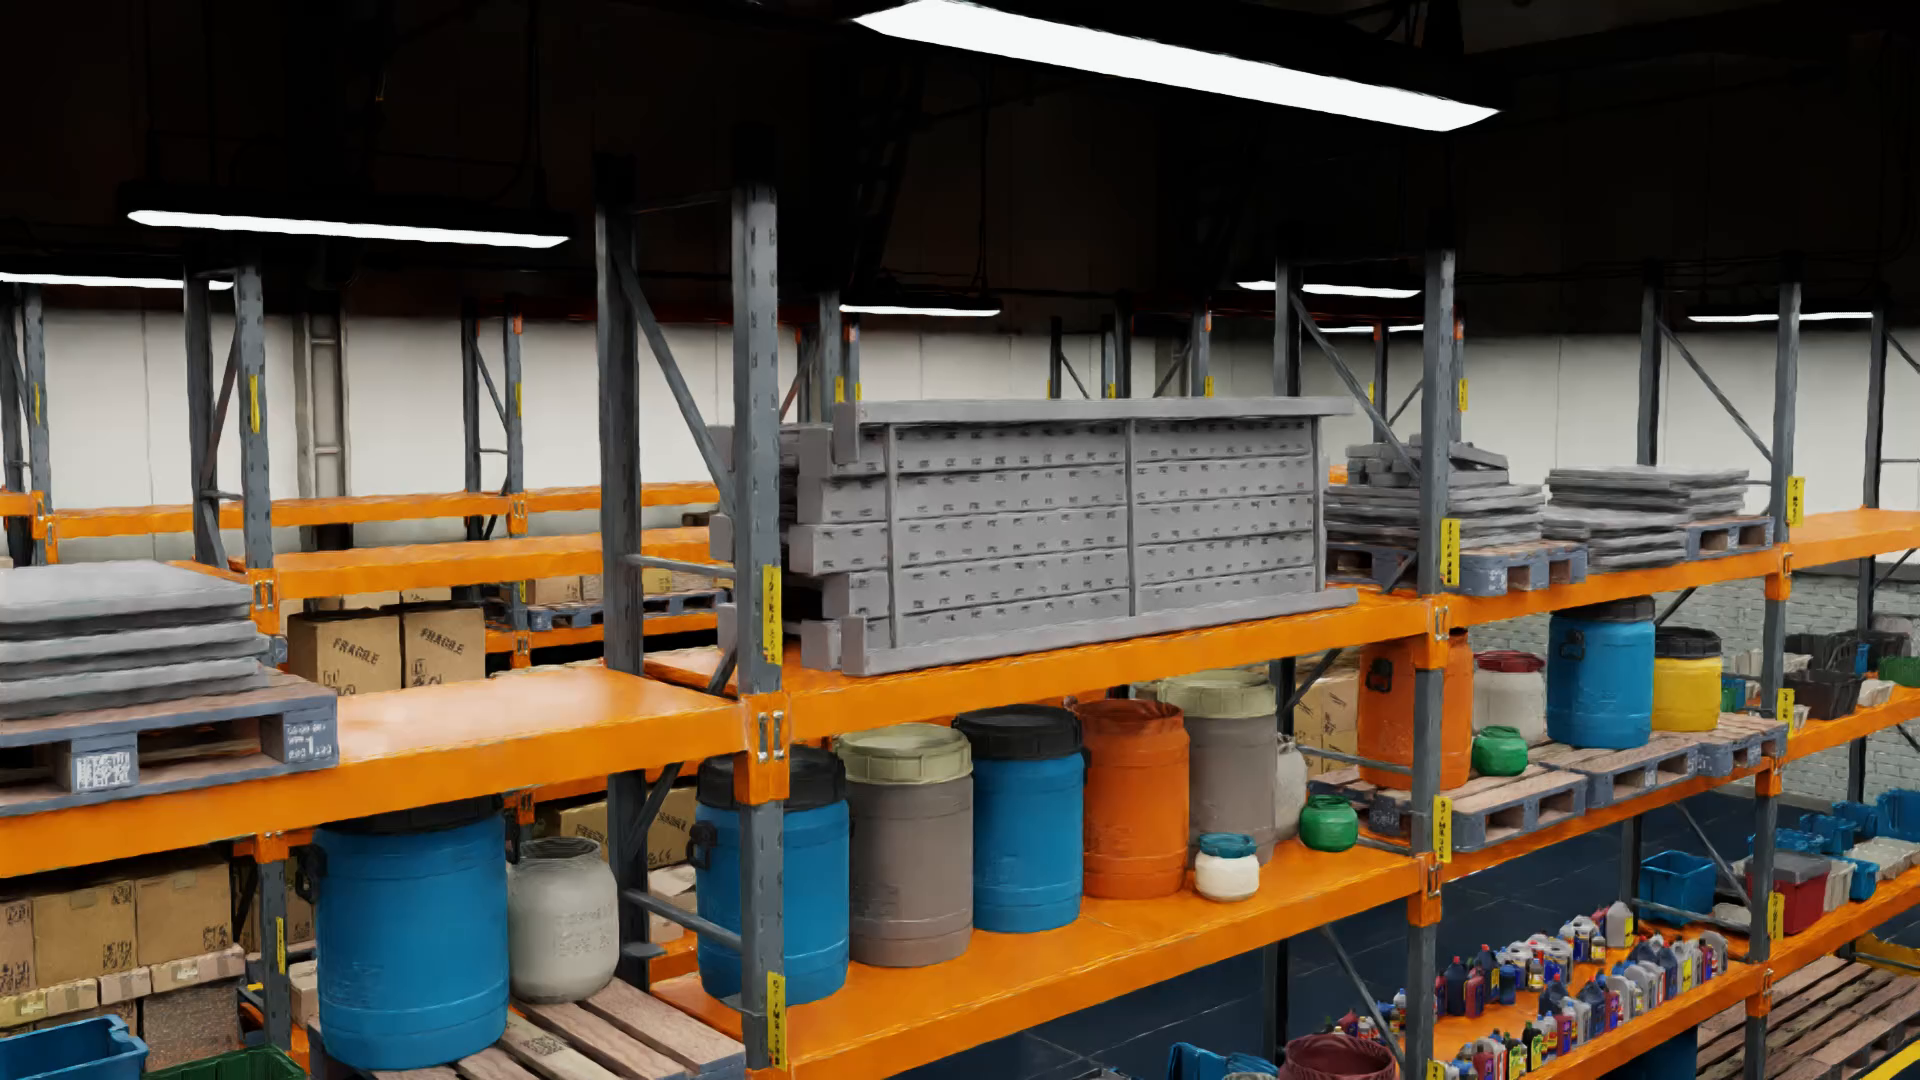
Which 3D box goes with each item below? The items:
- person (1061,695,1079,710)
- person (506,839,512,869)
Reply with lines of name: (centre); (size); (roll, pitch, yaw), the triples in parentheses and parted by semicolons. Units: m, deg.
person: (1.357, 2.566, 19.372); (0.948, 1.524, 0.432); (-5, 7, -42)
person: (-3.598, 3.069, 13.222); (0.432, 1.677, 0.499); (2, 6, 19)
